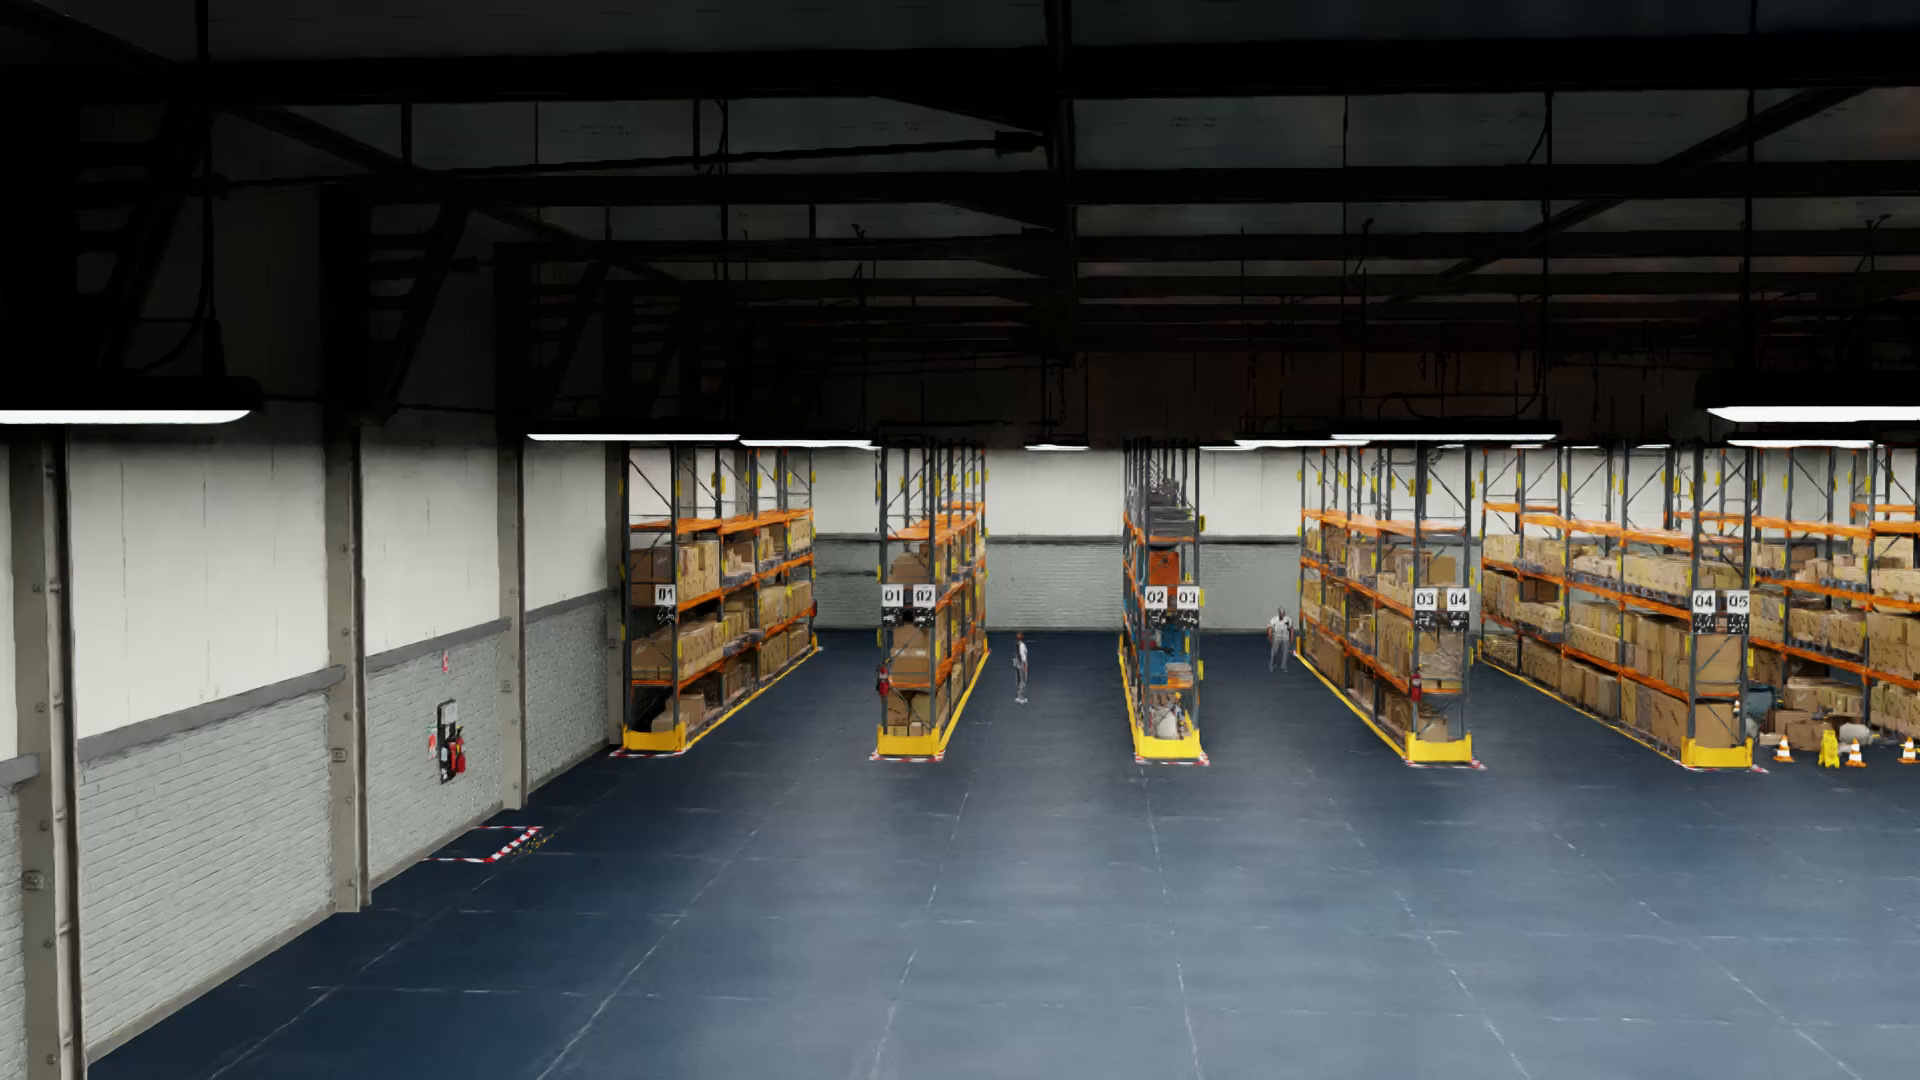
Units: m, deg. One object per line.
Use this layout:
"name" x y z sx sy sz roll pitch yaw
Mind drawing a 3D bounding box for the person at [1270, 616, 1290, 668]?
"person" 8.301 2.644 43.084 0.507 1.398 0.481 0 3 4

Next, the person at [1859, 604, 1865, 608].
"person" 23.179 2.511 42.582 0.423 1.730 0.666 1 3 14

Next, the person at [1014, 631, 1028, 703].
"person" 1.407 2.904 38.034 0.330 1.641 0.468 -1 3 -23
